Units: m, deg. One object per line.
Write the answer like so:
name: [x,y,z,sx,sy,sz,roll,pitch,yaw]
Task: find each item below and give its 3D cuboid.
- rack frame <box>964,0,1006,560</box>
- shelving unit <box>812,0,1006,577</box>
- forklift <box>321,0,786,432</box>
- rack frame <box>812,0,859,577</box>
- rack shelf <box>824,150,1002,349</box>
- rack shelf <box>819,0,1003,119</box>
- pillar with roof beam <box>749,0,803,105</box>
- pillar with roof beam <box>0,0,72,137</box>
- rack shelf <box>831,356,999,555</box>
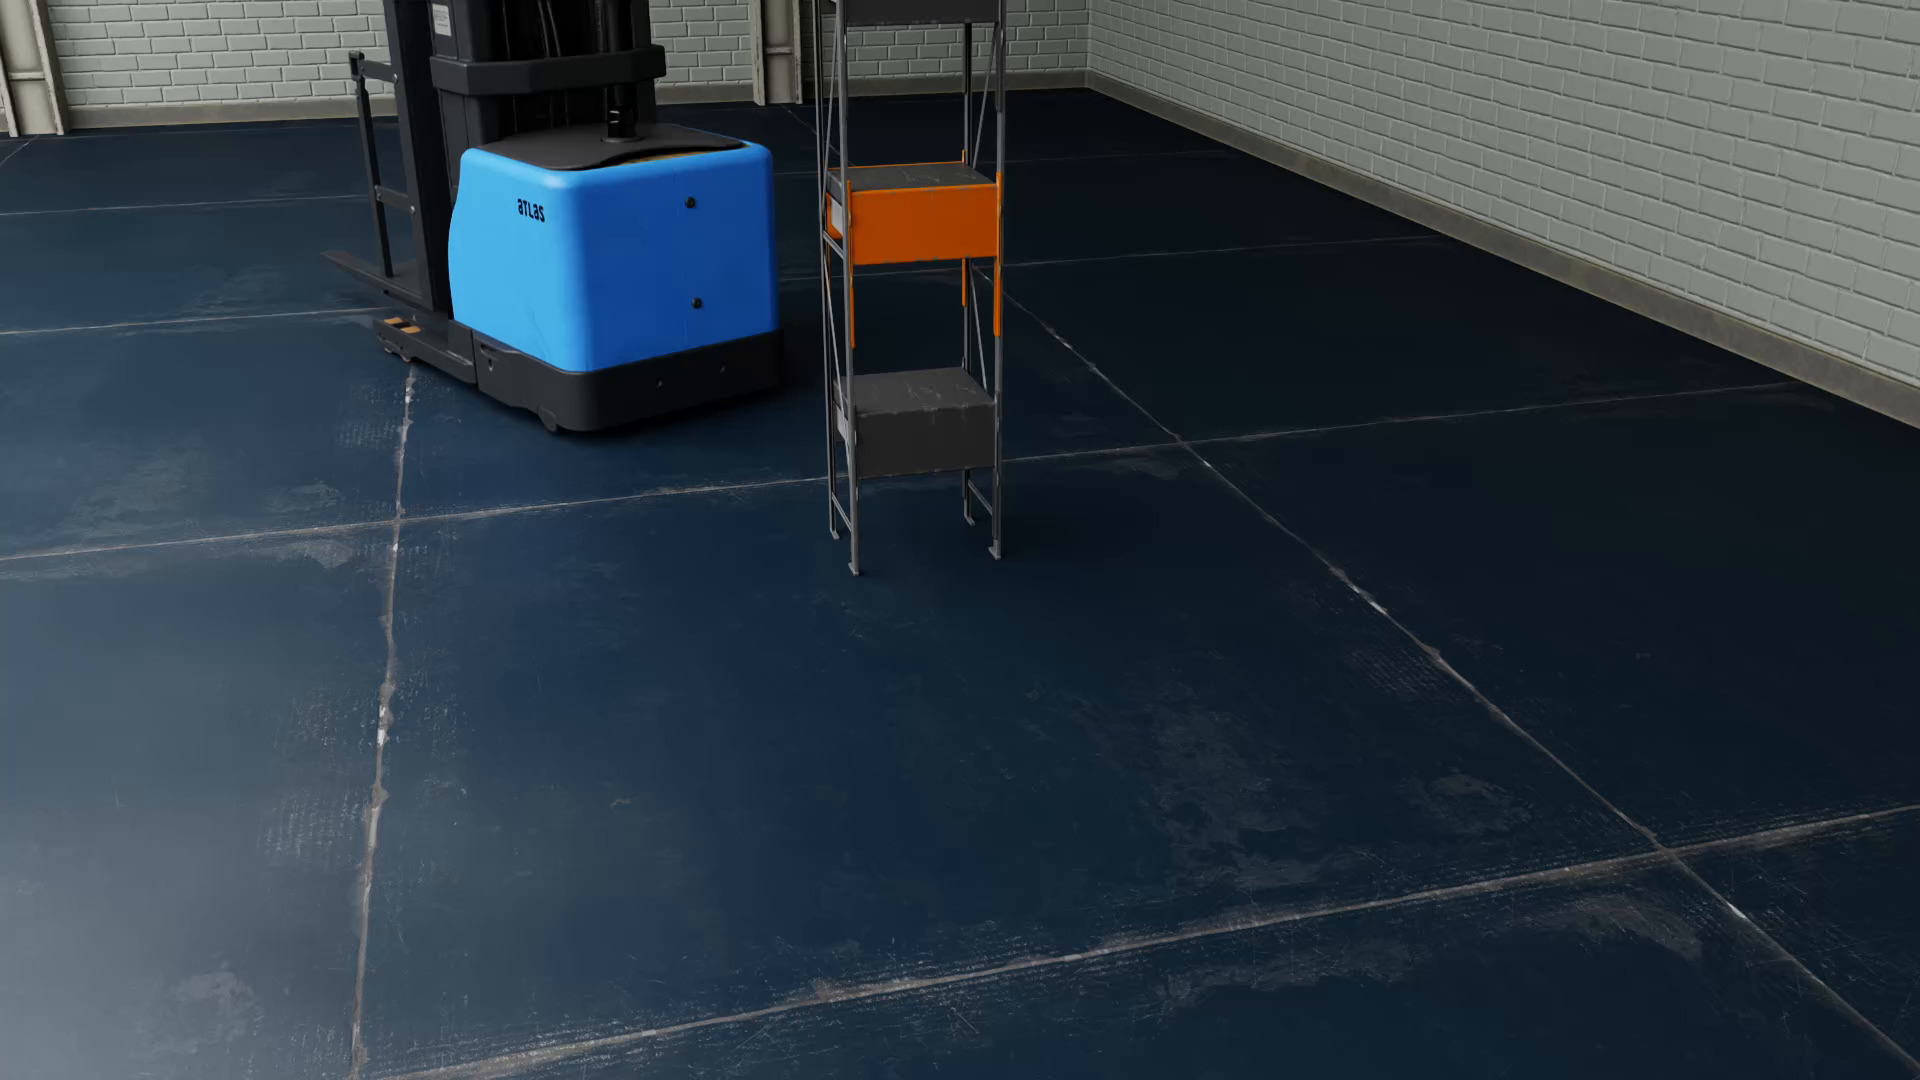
rack frame: [0.076,-0.973,5.355,0.015,2.100,0.400,-6,24,-14]
shelving unit: [-0.159,-0.947,5.295,0.503,2.100,0.431,-6,24,-14]
forklift: [-2.093,-2.278,7.343,1.130,2.935,3.031,-19,30,-37]
rack frame: [-0.394,-0.921,5.234,0.015,2.100,0.400,-6,24,-14]
rack shelf: [-0.159,-0.935,5.300,0.480,0.518,0.431,-6,24,-14]
rack shelf: [-0.159,-1.578,5.024,0.480,0.518,0.431,-6,24,-14]
pillar with roof beam: [-0.466,-6.427,9.316,0.400,9.000,9.100,-6,24,-14]
pillar with roof beam: [-6.243,-5.788,7.827,0.400,9.000,9.100,-6,24,-14]
rack shelf: [-0.159,-0.291,5.576,0.480,0.518,0.431,-6,24,-14]
